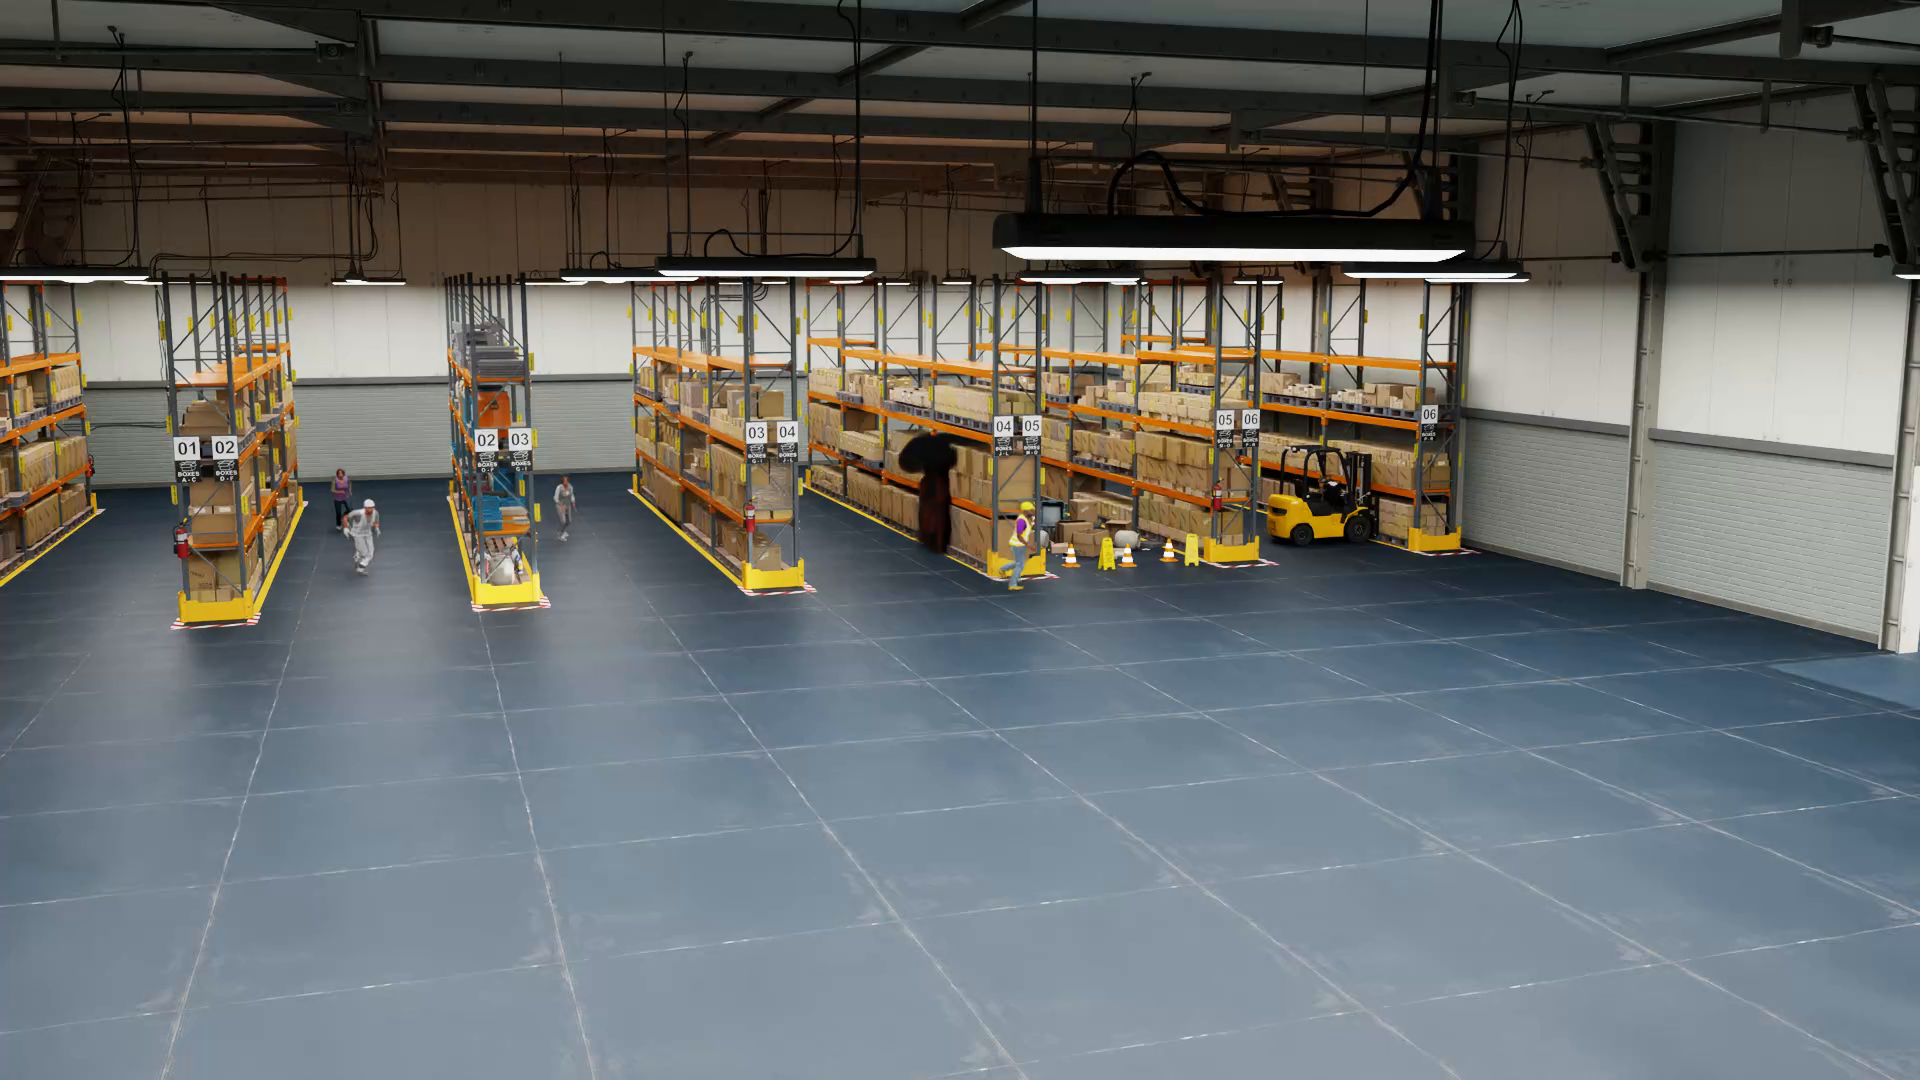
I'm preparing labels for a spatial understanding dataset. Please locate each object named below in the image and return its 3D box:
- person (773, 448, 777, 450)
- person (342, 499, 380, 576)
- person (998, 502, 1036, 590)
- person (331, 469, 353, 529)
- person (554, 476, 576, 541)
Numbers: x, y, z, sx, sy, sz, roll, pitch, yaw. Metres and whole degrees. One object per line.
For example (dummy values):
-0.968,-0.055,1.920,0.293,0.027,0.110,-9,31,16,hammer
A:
-5.711,-2.470,49.200,0.581,1.567,0.641,0,9,-2,person
-11.921,-0.045,33.163,0.848,1.586,0.699,8,12,44,person
1.091,0.107,31.734,0.769,1.705,0.690,1,9,9,person
-14.672,-0.970,39.500,0.545,1.494,0.834,-6,10,-35,person
-9.081,-0.734,37.968,0.710,1.522,0.507,8,12,44,person
